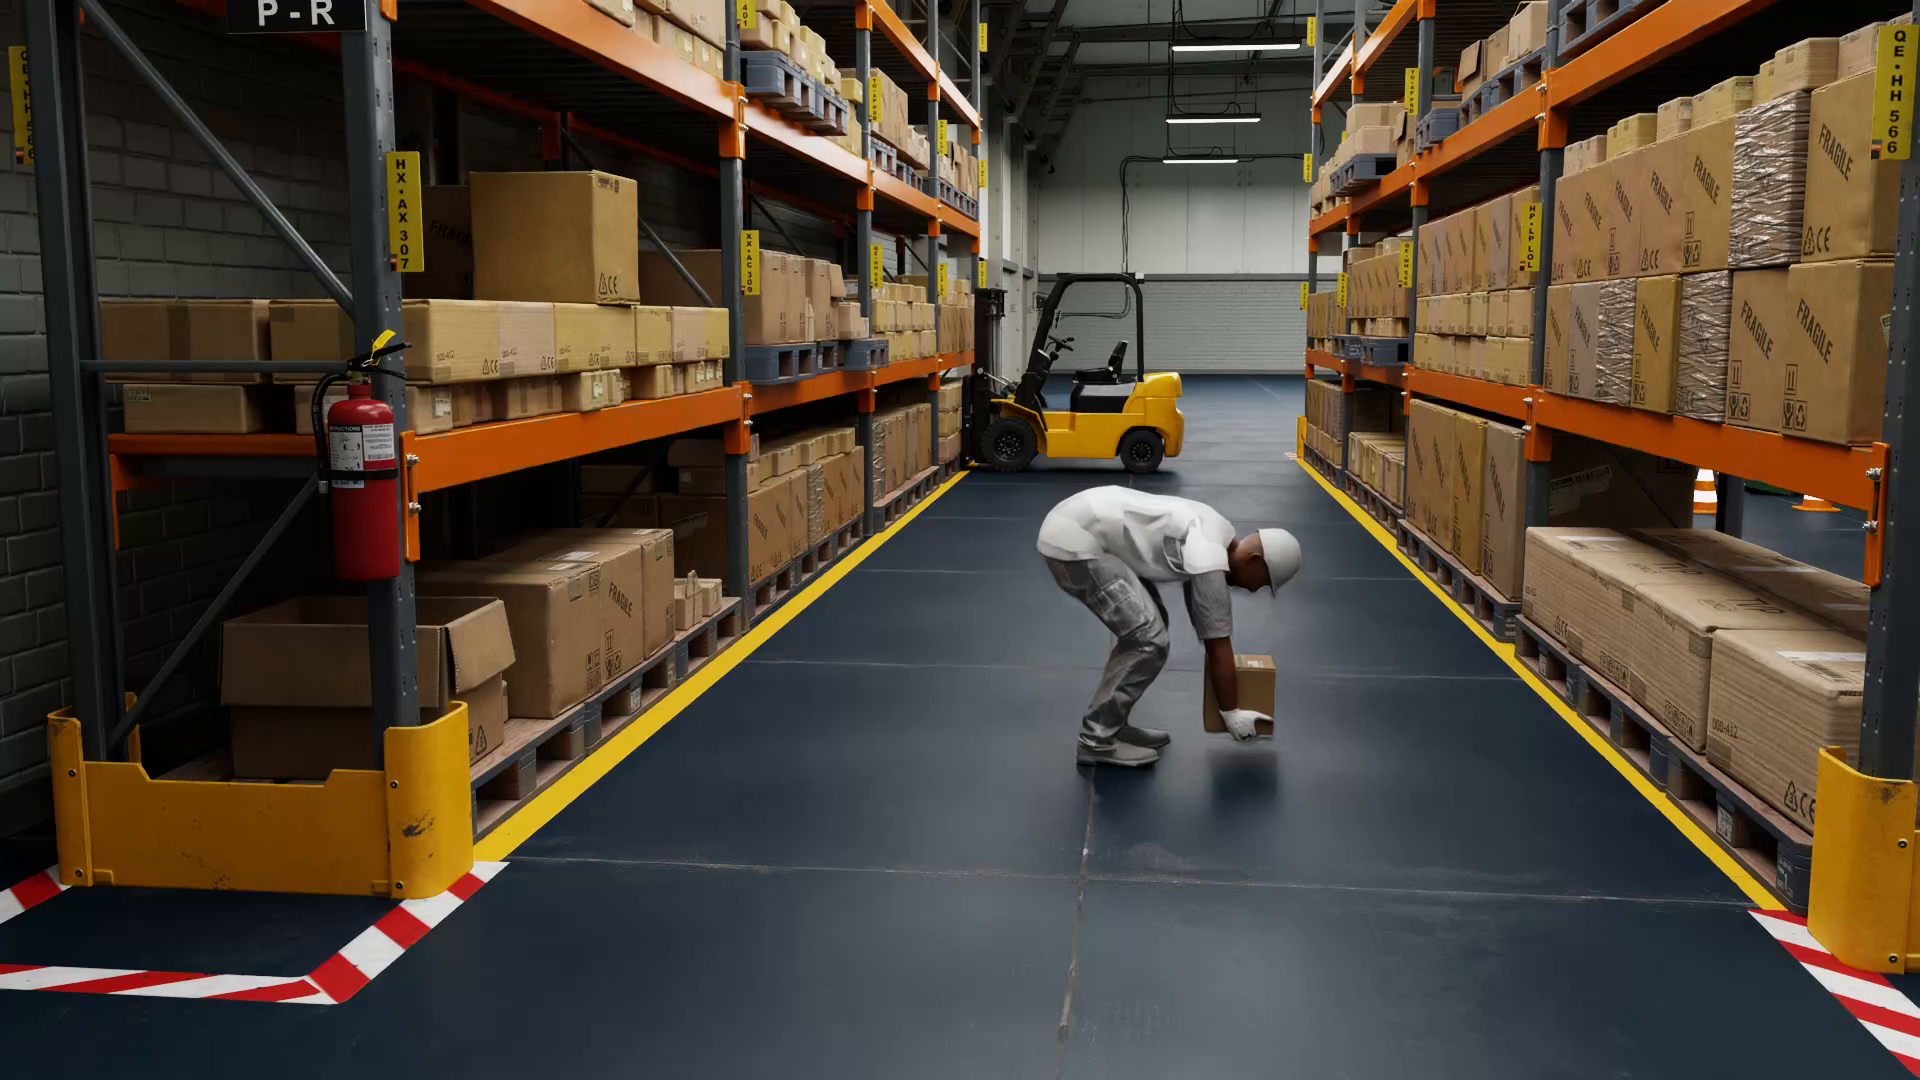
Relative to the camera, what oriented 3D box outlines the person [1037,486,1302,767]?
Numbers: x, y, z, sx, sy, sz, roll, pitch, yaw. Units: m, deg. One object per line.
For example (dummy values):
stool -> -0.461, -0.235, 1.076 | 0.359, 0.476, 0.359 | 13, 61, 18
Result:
person -> 0.779, 0.309, 6.244 | 0.985, 1.027, 0.519 | 0, 8, 3
